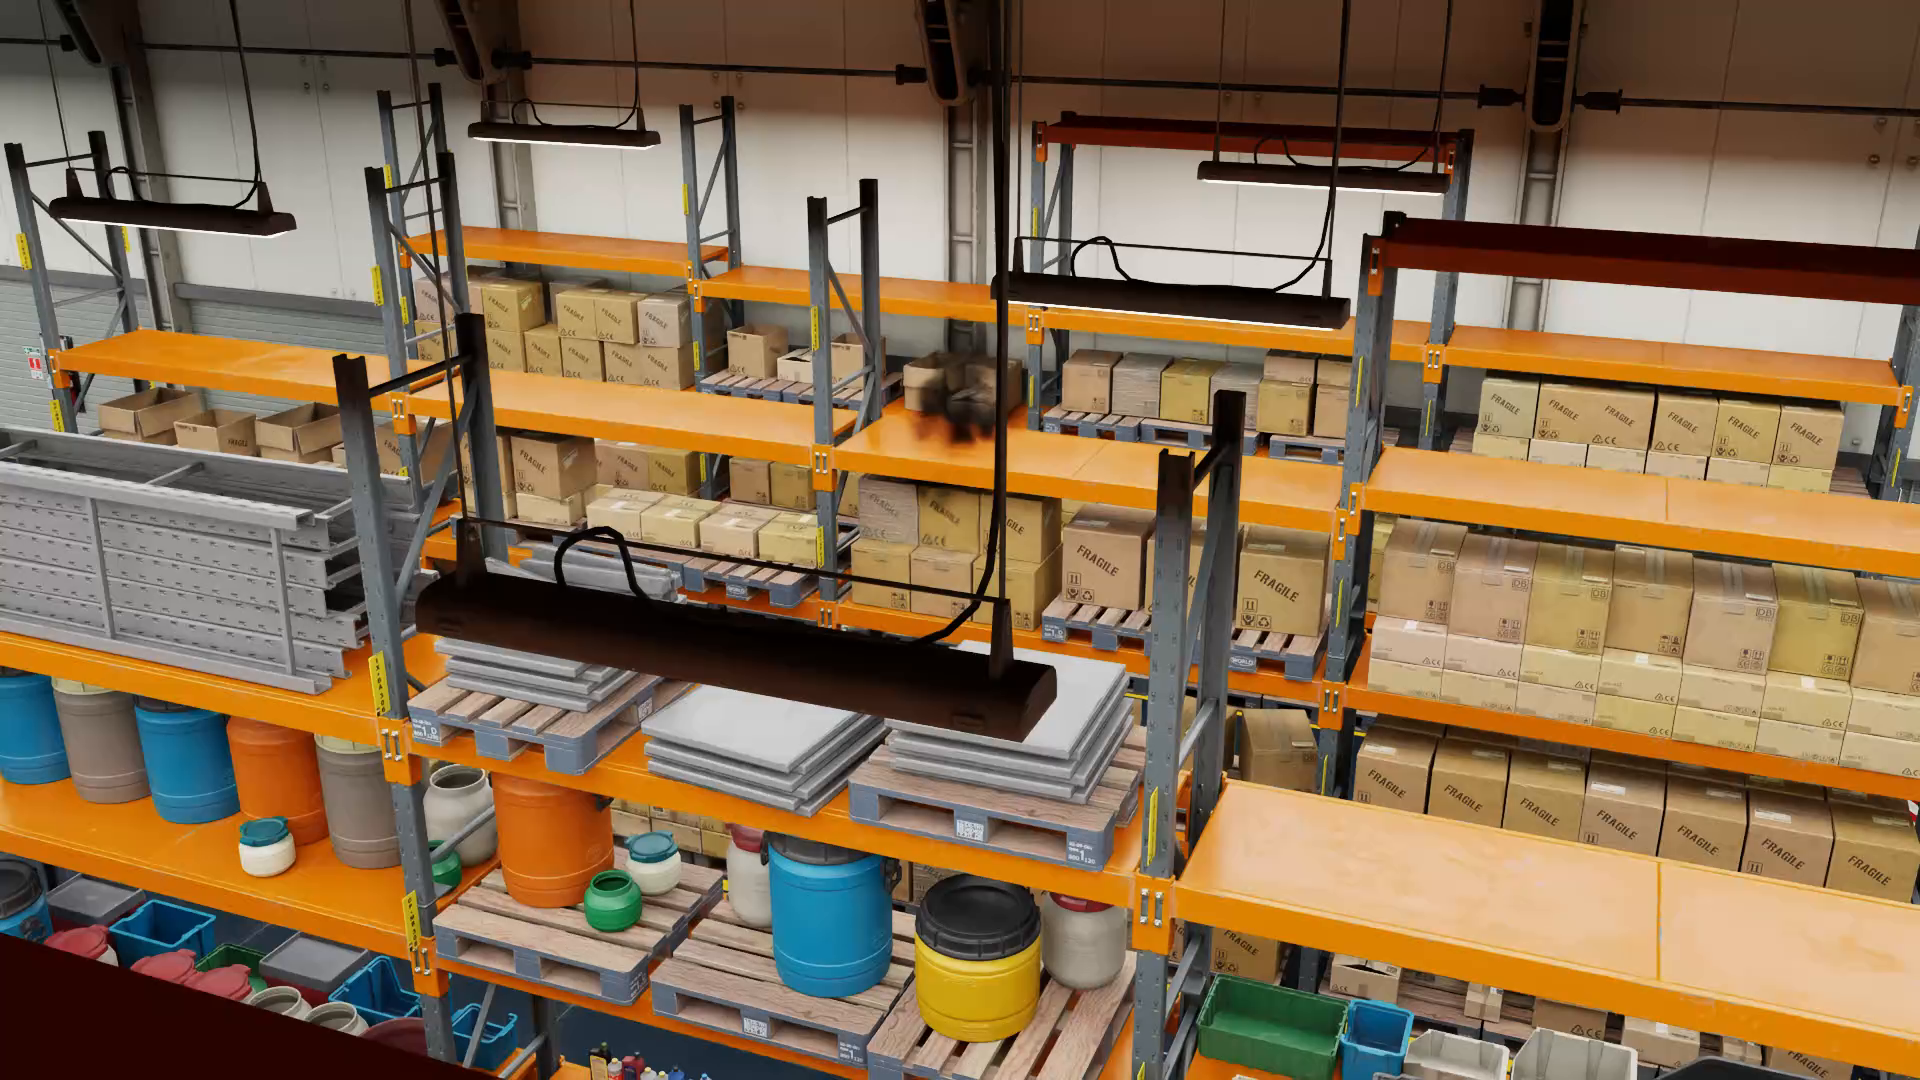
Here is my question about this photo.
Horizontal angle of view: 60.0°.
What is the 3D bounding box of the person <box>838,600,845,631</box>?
[{"bbox_3d":[-1.289,1.302,15.830,0.527,1.661,0.611,7,22,17],"label":"person"}]
